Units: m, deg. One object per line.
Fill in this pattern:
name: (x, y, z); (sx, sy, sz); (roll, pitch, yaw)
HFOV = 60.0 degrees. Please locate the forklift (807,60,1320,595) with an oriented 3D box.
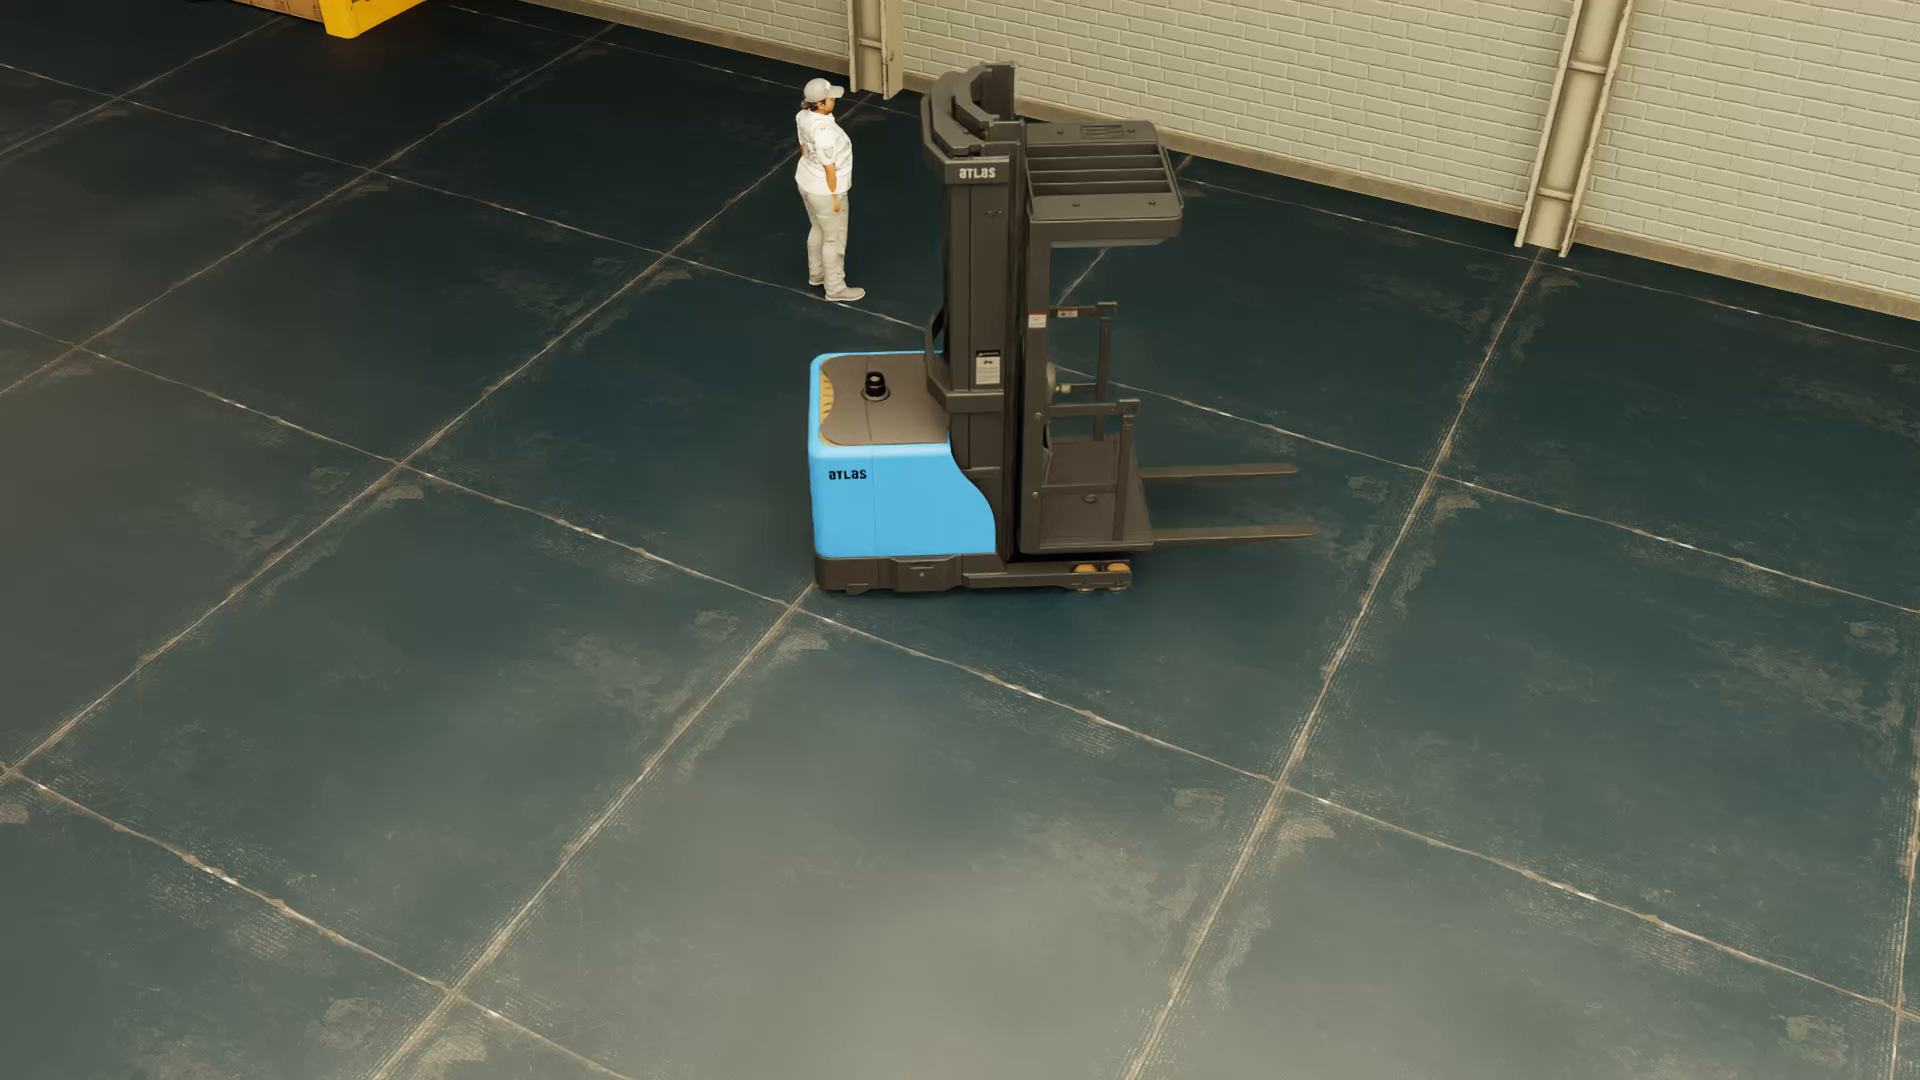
forklift: (0.629, -1.155, 9.358); (3.031, 2.935, 1.130); (-2, 40, -2)

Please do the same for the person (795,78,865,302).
person: (-0.960, -2.529, 11.978); (0.395, 1.668, 0.486); (-19, 44, -21)
